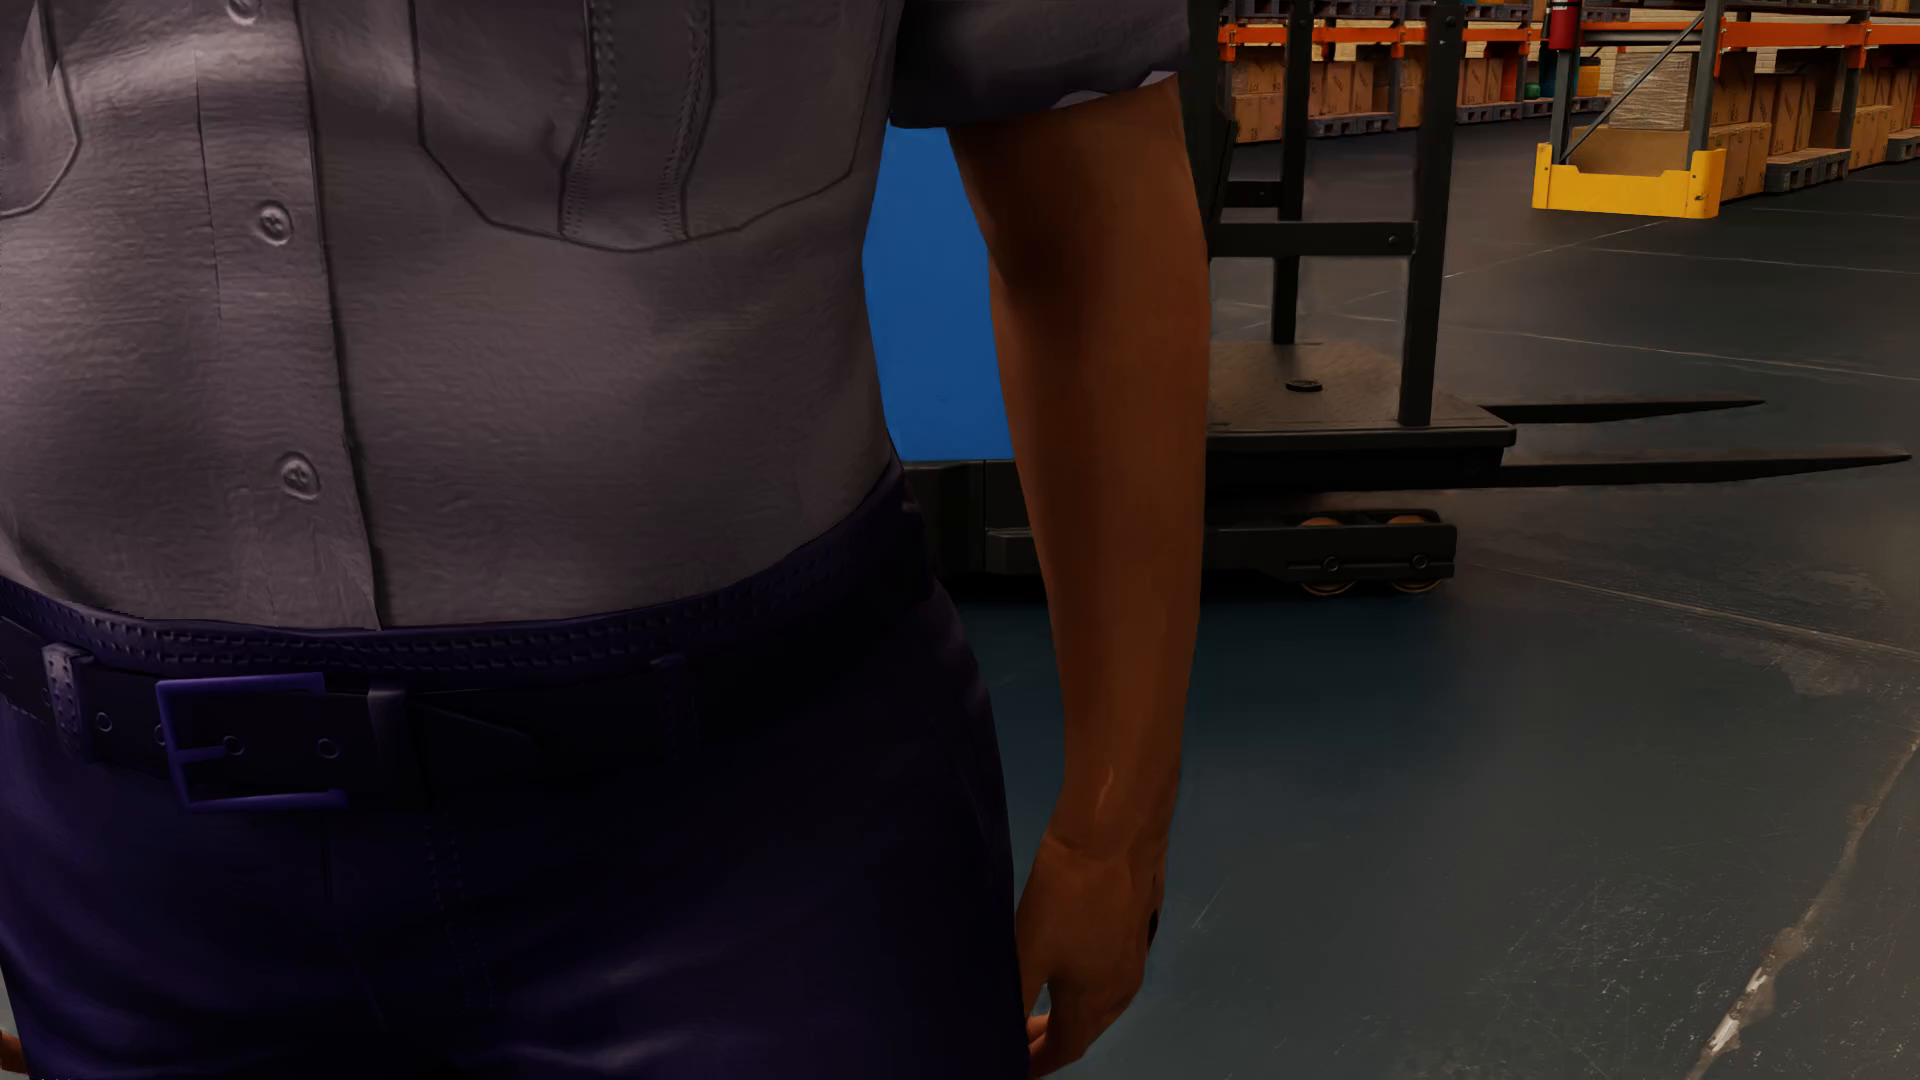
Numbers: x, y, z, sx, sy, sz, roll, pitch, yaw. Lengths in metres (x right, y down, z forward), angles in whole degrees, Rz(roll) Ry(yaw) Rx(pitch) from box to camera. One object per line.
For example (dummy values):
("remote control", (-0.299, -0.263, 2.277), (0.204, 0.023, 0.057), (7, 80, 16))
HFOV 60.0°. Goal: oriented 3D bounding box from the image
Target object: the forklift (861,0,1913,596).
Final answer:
("forklift", (0.643, -1.435, 3.622), (3.031, 2.935, 1.130), (-2, 17, -5))
